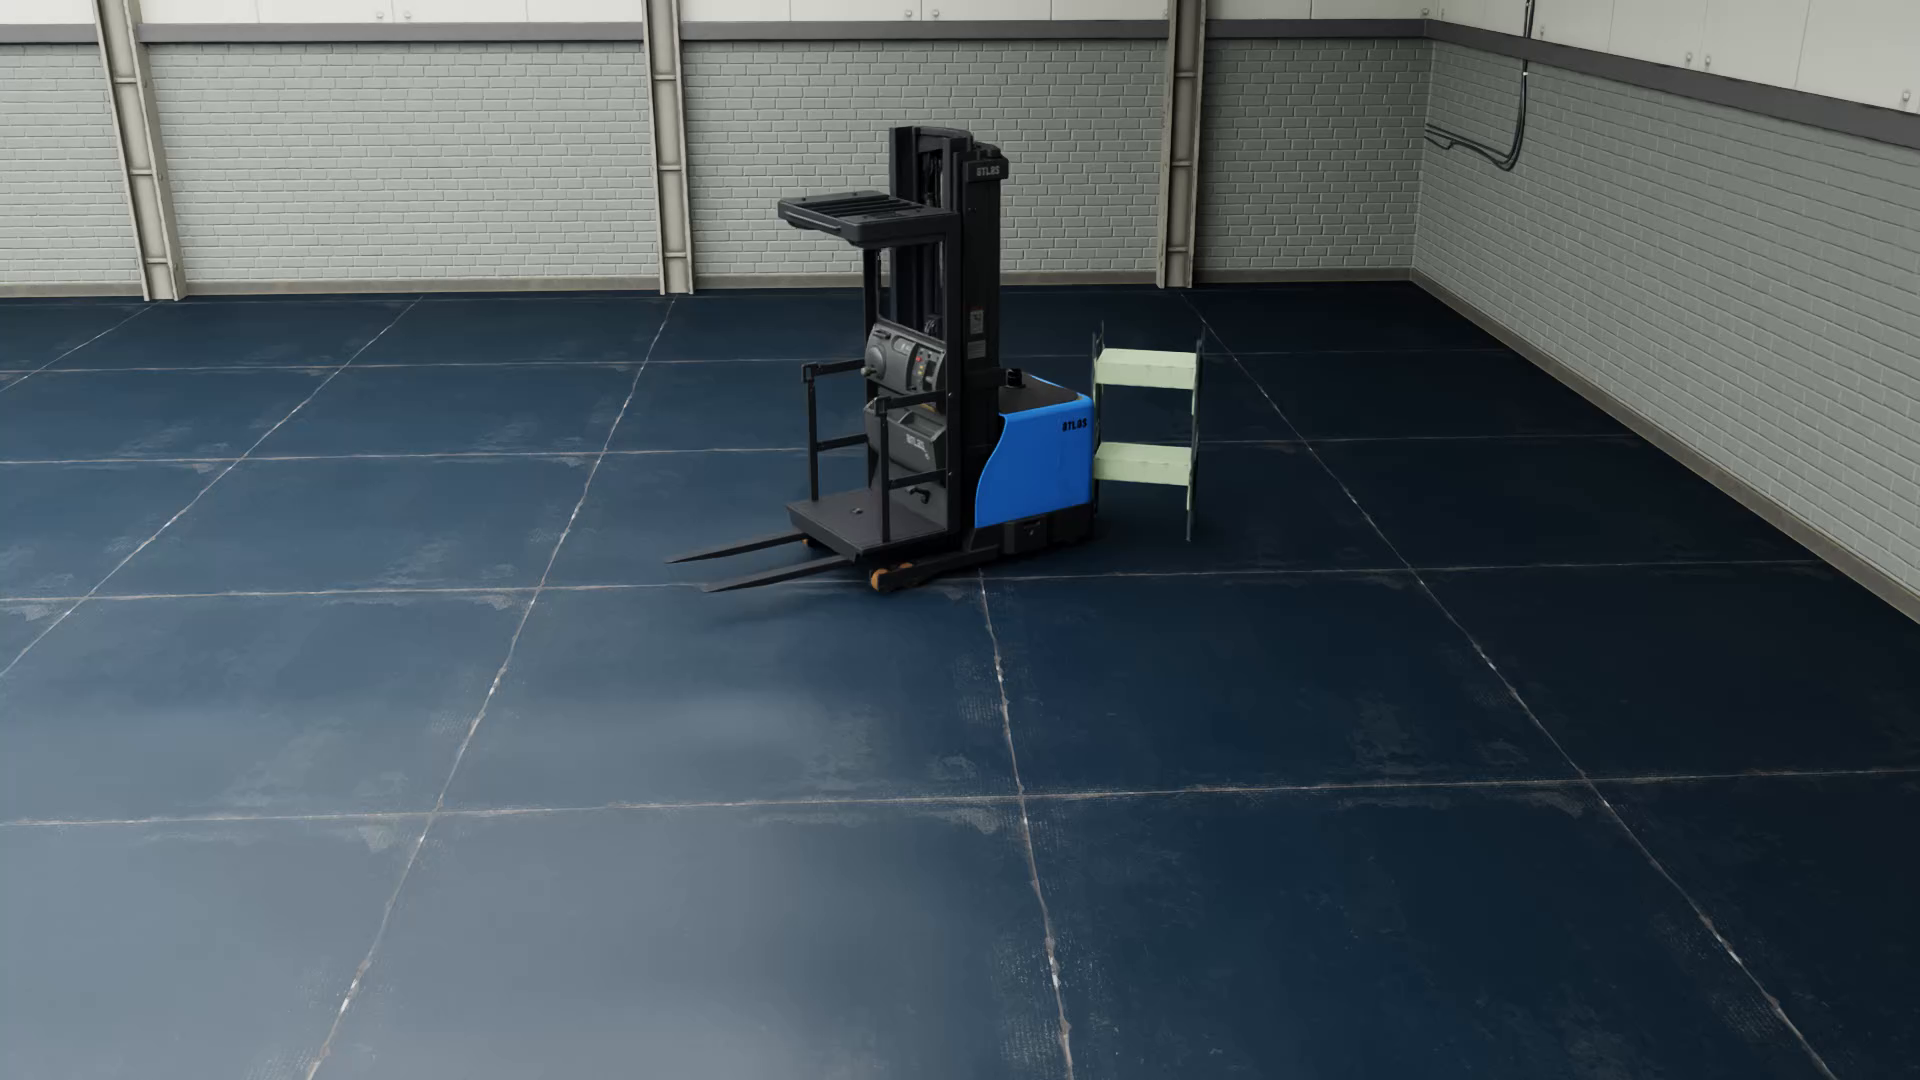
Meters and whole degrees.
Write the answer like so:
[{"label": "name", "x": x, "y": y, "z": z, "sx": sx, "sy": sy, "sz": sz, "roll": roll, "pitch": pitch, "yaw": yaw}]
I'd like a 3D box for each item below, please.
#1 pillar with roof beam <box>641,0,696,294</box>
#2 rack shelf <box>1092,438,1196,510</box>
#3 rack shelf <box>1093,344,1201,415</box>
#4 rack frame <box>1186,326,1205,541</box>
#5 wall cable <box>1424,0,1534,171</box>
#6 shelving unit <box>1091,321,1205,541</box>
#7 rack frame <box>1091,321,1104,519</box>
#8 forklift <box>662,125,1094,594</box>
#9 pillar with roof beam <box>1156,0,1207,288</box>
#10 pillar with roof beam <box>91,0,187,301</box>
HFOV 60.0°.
[{"label": "pillar with roof beam", "x": -3.136, "y": -5.661, "z": 14.343, "sx": 0.400, "sy": 9.000, "sz": 9.100, "roll": -1, "pitch": 21, "yaw": -3}, {"label": "rack shelf", "x": 1.348, "y": -0.488, "z": 12.212, "sx": 0.720, "sy": 0.370, "sz": 0.431, "roll": 5, "pitch": 21, "yaw": 12}, {"label": "rack shelf", "x": 1.348, "y": -1.158, "z": 11.957, "sx": 0.720, "sy": 0.370, "sz": 0.431, "roll": 5, "pitch": 21, "yaw": 12}, {"label": "rack frame", "x": 1.705, "y": -0.763, "z": 12.018, "sx": 0.023, "sy": 1.500, "sz": 0.400, "roll": 5, "pitch": 21, "yaw": 12}, {"label": "wall cable", "x": 5.625, "y": -5.451, "z": 18.155, "sx": 0.112, "sy": 2.526, "sz": 3.097, "roll": -1, "pitch": 21, "yaw": -3}, {"label": "shelving unit", "x": 1.348, "y": -0.793, "z": 12.096, "sx": 0.755, "sy": 1.500, "sz": 0.431, "roll": 5, "pitch": 21, "yaw": 12}, {"label": "rack frame", "x": 0.991, "y": -0.822, "z": 12.173, "sx": 0.023, "sy": 1.500, "sz": 0.400, "roll": 5, "pitch": 21, "yaw": 12}, {"label": "forklift", "x": -0.549, "y": -1.223, "z": 11.214, "sx": 3.031, "sy": 2.935, "sz": 1.130, "roll": -13, "pitch": 24, "yaw": -31}, {"label": "pillar with roof beam", "x": 2.854, "y": -5.783, "z": 14.663, "sx": 0.400, "sy": 9.000, "sz": 9.100, "roll": -1, "pitch": 21, "yaw": -3}, {"label": "pillar with roof beam", "x": -9.126, "y": -5.539, "z": 14.023, "sx": 0.400, "sy": 9.000, "sz": 9.100, "roll": -1, "pitch": 21, "yaw": -3}]
